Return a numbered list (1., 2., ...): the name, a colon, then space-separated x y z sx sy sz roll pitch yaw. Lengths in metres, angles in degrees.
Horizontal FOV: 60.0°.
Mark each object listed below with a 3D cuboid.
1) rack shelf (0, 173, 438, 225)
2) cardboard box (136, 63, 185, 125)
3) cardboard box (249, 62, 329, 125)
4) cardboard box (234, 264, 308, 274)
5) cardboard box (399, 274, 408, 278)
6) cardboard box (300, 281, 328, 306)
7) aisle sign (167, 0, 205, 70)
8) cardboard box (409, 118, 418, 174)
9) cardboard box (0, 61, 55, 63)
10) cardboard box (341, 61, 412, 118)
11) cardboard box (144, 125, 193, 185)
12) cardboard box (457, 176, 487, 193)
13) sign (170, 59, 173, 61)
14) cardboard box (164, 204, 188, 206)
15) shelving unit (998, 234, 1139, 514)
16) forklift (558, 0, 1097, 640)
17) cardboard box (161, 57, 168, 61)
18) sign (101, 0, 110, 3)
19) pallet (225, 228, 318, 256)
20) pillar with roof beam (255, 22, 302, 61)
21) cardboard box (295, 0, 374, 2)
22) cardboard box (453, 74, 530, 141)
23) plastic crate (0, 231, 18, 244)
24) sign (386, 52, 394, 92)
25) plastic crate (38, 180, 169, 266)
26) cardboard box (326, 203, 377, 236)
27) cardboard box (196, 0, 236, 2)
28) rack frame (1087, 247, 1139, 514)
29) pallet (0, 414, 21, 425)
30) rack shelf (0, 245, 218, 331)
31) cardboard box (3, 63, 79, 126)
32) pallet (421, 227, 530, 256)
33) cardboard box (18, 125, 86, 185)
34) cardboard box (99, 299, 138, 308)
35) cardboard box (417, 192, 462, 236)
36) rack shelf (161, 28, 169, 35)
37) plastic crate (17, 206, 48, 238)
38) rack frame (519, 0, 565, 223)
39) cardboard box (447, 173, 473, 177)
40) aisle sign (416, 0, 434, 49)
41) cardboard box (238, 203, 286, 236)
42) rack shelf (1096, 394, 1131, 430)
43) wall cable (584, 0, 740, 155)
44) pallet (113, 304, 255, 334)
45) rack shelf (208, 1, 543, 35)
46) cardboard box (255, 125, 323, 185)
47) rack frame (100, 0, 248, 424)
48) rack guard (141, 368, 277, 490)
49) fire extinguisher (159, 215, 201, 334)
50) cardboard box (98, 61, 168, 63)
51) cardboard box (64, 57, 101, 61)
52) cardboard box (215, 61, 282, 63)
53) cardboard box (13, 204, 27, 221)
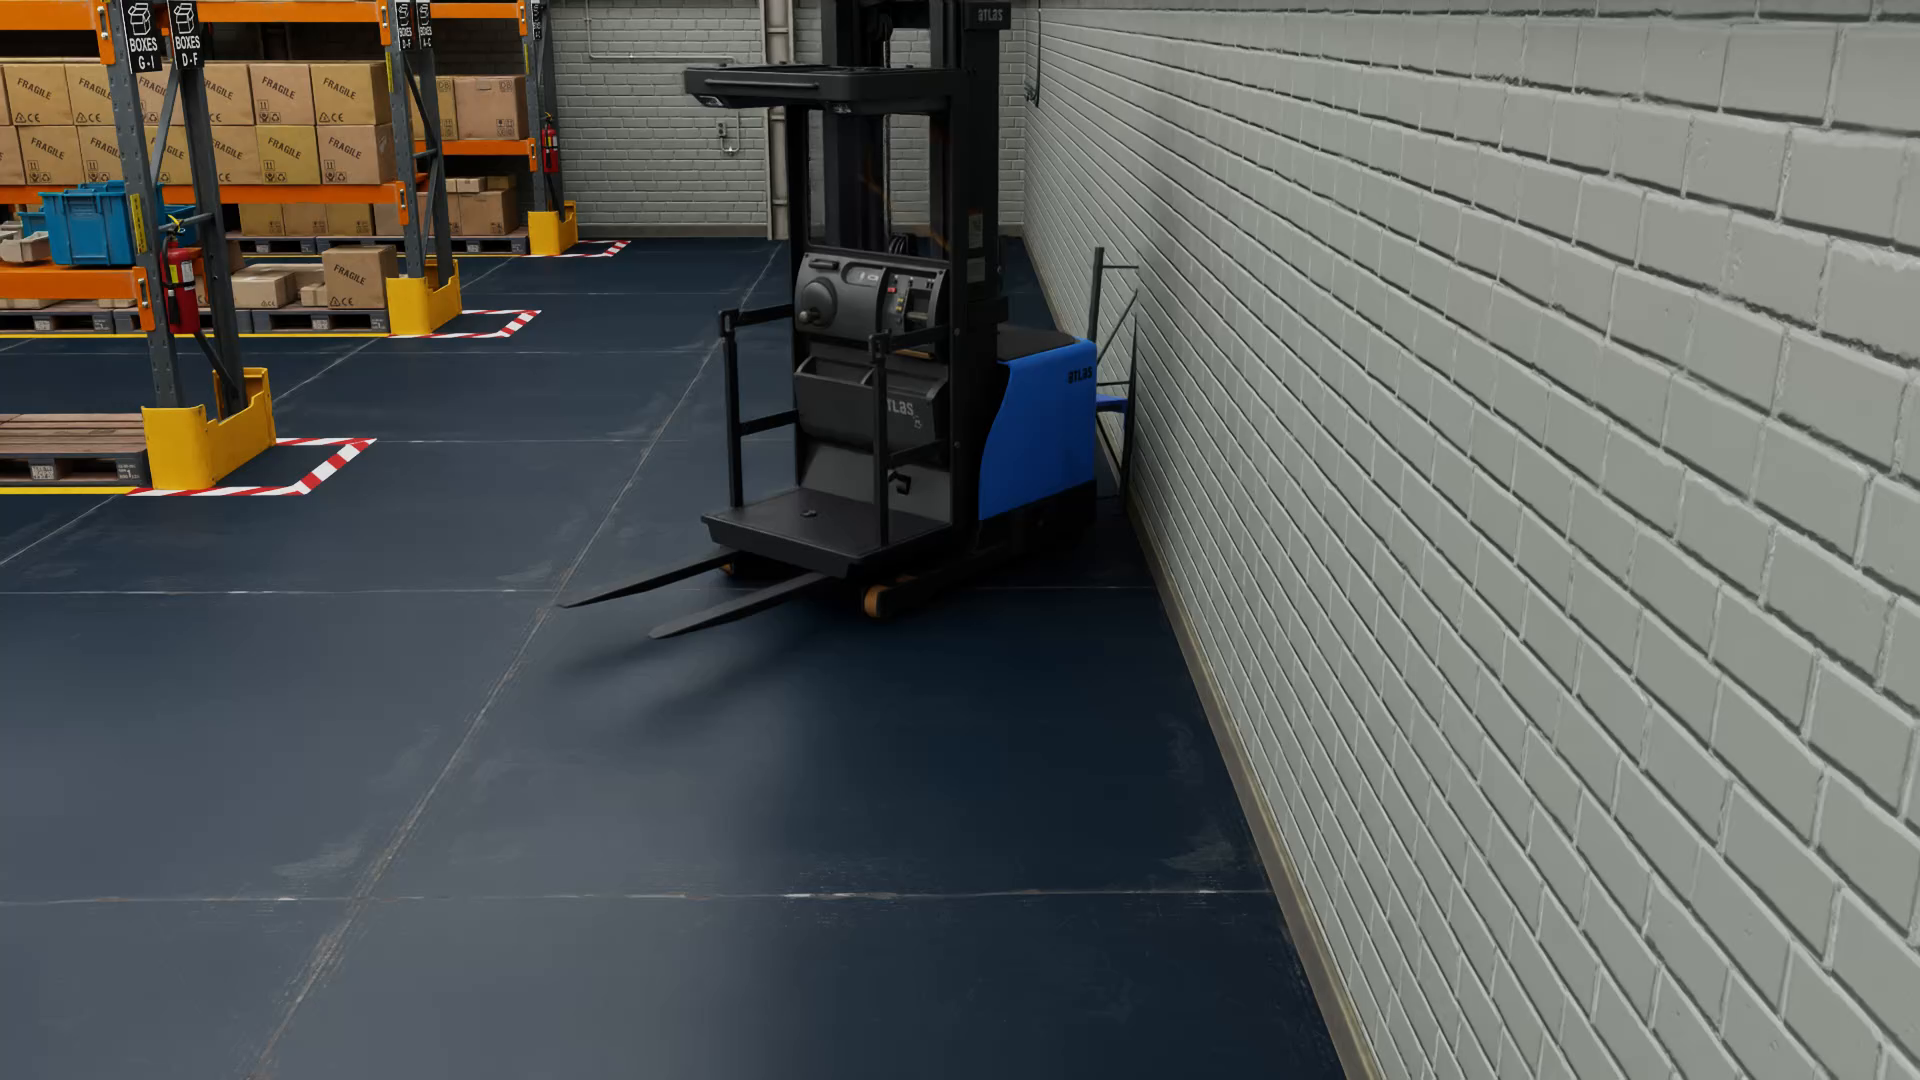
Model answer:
1. rack shelf: -6.799 -3.063 14.862 4.000 0.370 1.077 0 18 -1
2. cardboard box: -6.777 -3.843 14.317 0.500 0.500 0.500 0 18 1
3. cardboard box: -5.745 -3.850 14.337 0.500 0.500 0.500 0 18 1
4. cardboard box: -6.348 -2.394 15.381 0.500 0.250 0.500 0 18 -1
5. cardboard box: -5.224 -2.370 15.471 0.250 0.149 0.380 0 18 -1
6. cardboard box: -5.746 -2.223 14.984 0.250 0.166 0.380 0 18 -1
7. aisle sign: -4.658 -3.231 9.952 0.004 0.787 0.394 0 18 -1
8. cardboard box: -5.247 -3.541 15.011 0.500 0.500 0.500 0 18 0
9. cardboard box: -8.298 -4.001 14.808 0.500 0.500 0.500 0 18 -1
10. cardboard box: -5.247 -4.017 14.858 0.500 0.500 0.500 0 18 1
11. cardboard box: -6.764 -3.370 14.480 0.500 0.500 0.500 -1 18 -2
12. cardboard box: -5.705 -4.156 19.435 0.250 0.149 0.380 0 18 -2
13. sign: -8.863 -5.256 18.757 0.005 0.325 0.100 0 18 -1
14. cardboard box: -9.529 -4.042 19.569 0.750 0.750 0.750 0 18 0
15. shelving unit: 0.448 -0.961 9.549 1.048 1.500 0.538 14 15 38
16. forklift: -0.578 -1.189 7.954 1.130 2.935 3.031 14 23 37
17. cardboard box: -9.344 -5.384 19.009 0.500 0.250 0.500 0 18 0
18. sign: -4.700 -3.112 9.100 0.005 0.325 0.100 0 18 -1
19. pallet: -8.119 -3.560 19.801 1.213 0.211 1.003 0 18 -1
20. pillar with roof beam: -8.127 -6.718 15.257 0.400 9.000 9.100 0 18 -1
21. cardboard box: -5.309 -4.689 14.088 0.500 0.250 0.500 0 18 -1
22. cardboard box: -5.391 -5.065 19.435 0.700 0.700 0.980 1 18 2
23. plastic crate: -5.828 -1.749 9.922 0.243 0.136 0.396 0 18 -1
24. sign: -4.811 -3.947 14.028 0.005 0.325 0.100 0 18 -1
25. plastic crate: -5.057 -1.889 9.868 0.499 0.435 0.616 0 18 -1
26. cardboard box: -7.116 -3.894 19.679 0.500 0.500 0.700 0 18 0
27. cardboard box: -6.309 -4.683 14.071 0.500 0.250 0.500 0 18 -1
28. rack frame: 0.839 -0.865 9.239 0.032 1.500 0.500 14 15 38
29. pallet: -6.767 -0.577 10.501 1.213 0.211 1.003 0 18 -1
30. rack shelf: -6.725 -1.550 10.145 4.000 0.370 1.077 0 18 -1
31. cardboard box: -7.808 -3.838 14.301 0.500 0.500 0.500 -1 18 -3
32. pallet: -5.680 -3.572 19.837 1.213 0.211 1.003 0 18 -1
33. cardboard box: -7.773 -3.366 14.465 0.500 0.500 0.500 0 18 0
34. cardboard box: -7.511 -2.199 14.910 0.250 0.166 0.380 0 18 -1
35. cardboard box: -6.080 -3.901 19.702 0.500 0.500 0.700 0 18 -1
36. rack shelf: -10.881 -5.984 19.060 4.000 0.370 1.077 0 18 -1
37. plastic crate: -5.635 -1.947 10.382 0.300 0.233 0.416 0 18 -1
38. rack frame: -4.881 -4.928 19.498 0.127 3.000 1.000 0 18 -1
39. cardboard box: -5.964 -4.271 19.795 0.250 0.149 0.380 0 18 -1
40. aisle sign: -4.736 -4.743 14.665 0.004 0.787 0.394 0 18 -1
41. cardboard box: -8.132 -3.890 19.669 0.500 0.500 0.700 0 18 0
42. rack shelf: 0.435 -0.785 9.587 1.000 0.185 0.538 14 15 38
43. wall cable: -3.616 -5.707 20.263 1.851 1.984 0.084 0 18 -1
44. pallet: -6.889 -2.077 15.178 1.213 0.211 1.003 0 18 -1
45. rack shelf: -6.881 -6.004 19.120 4.000 0.370 1.077 0 18 -1
46. cardboard box: -5.762 -3.373 14.489 0.500 0.500 0.500 0 18 0
47. rack frame: -4.725 -1.902 10.066 0.127 3.000 1.000 0 18 -1
48. rack guard: -4.701 -0.716 10.460 0.348 0.500 1.175 0 18 -1
49. fire extinguisher: -4.567 -1.549 9.704 0.183 0.674 0.296 0 18 -1
50. cardboard box: -7.281 -4.006 14.825 0.500 0.500 0.500 0 18 0
51. cardboard box: -9.855 -5.384 19.010 0.500 0.250 0.500 0 18 0
52. cardboard box: -6.270 -4.011 14.840 0.500 0.500 0.500 0 18 0
53. cardboard box: -11.267 -4.031 19.535 0.750 0.750 0.750 0 18 -1
